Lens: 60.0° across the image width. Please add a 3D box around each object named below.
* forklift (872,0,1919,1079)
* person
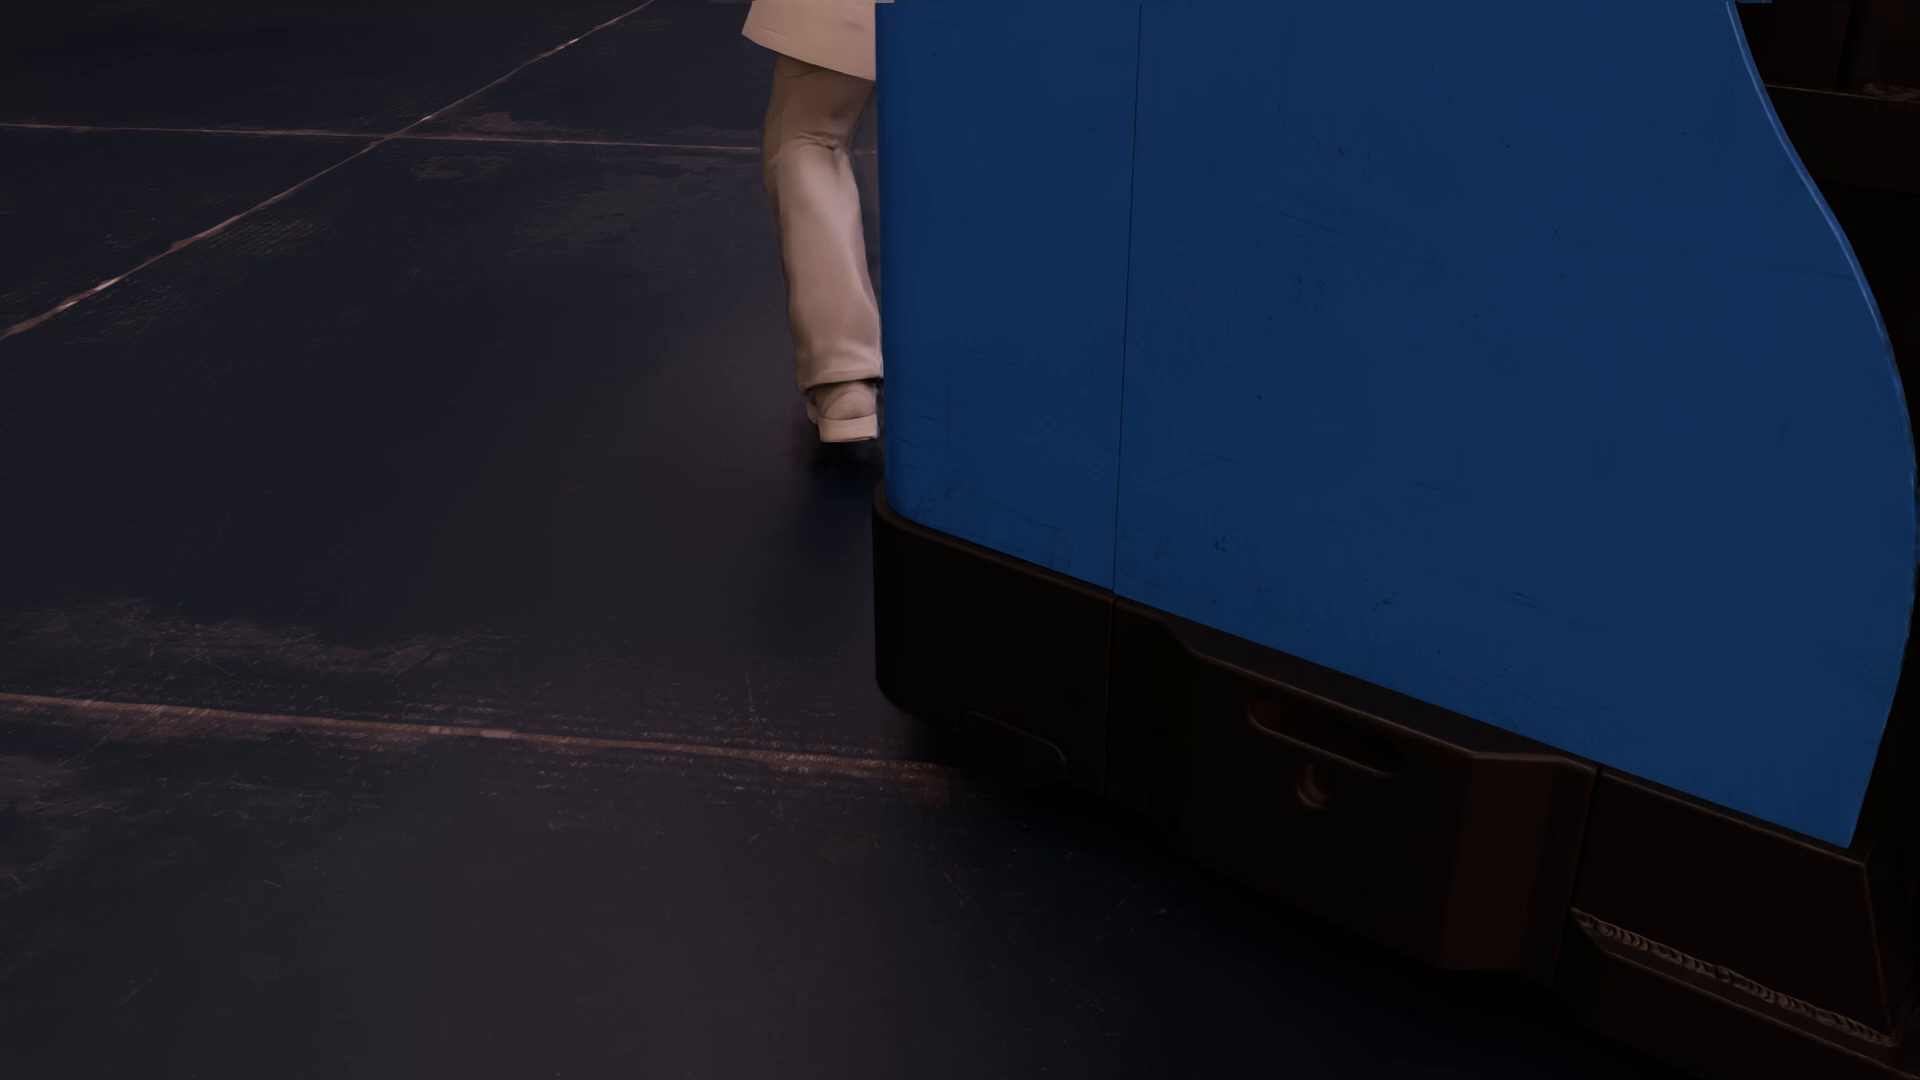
[{"bbox_3d":[1.372,-0.843,0.907,3.031,2.935,1.130,19,32,33],"label":"forklift"},{"bbox_3d":[0.023,-1.047,2.739,0.783,1.659,0.889,-2,27,-5],"label":"person"}]
